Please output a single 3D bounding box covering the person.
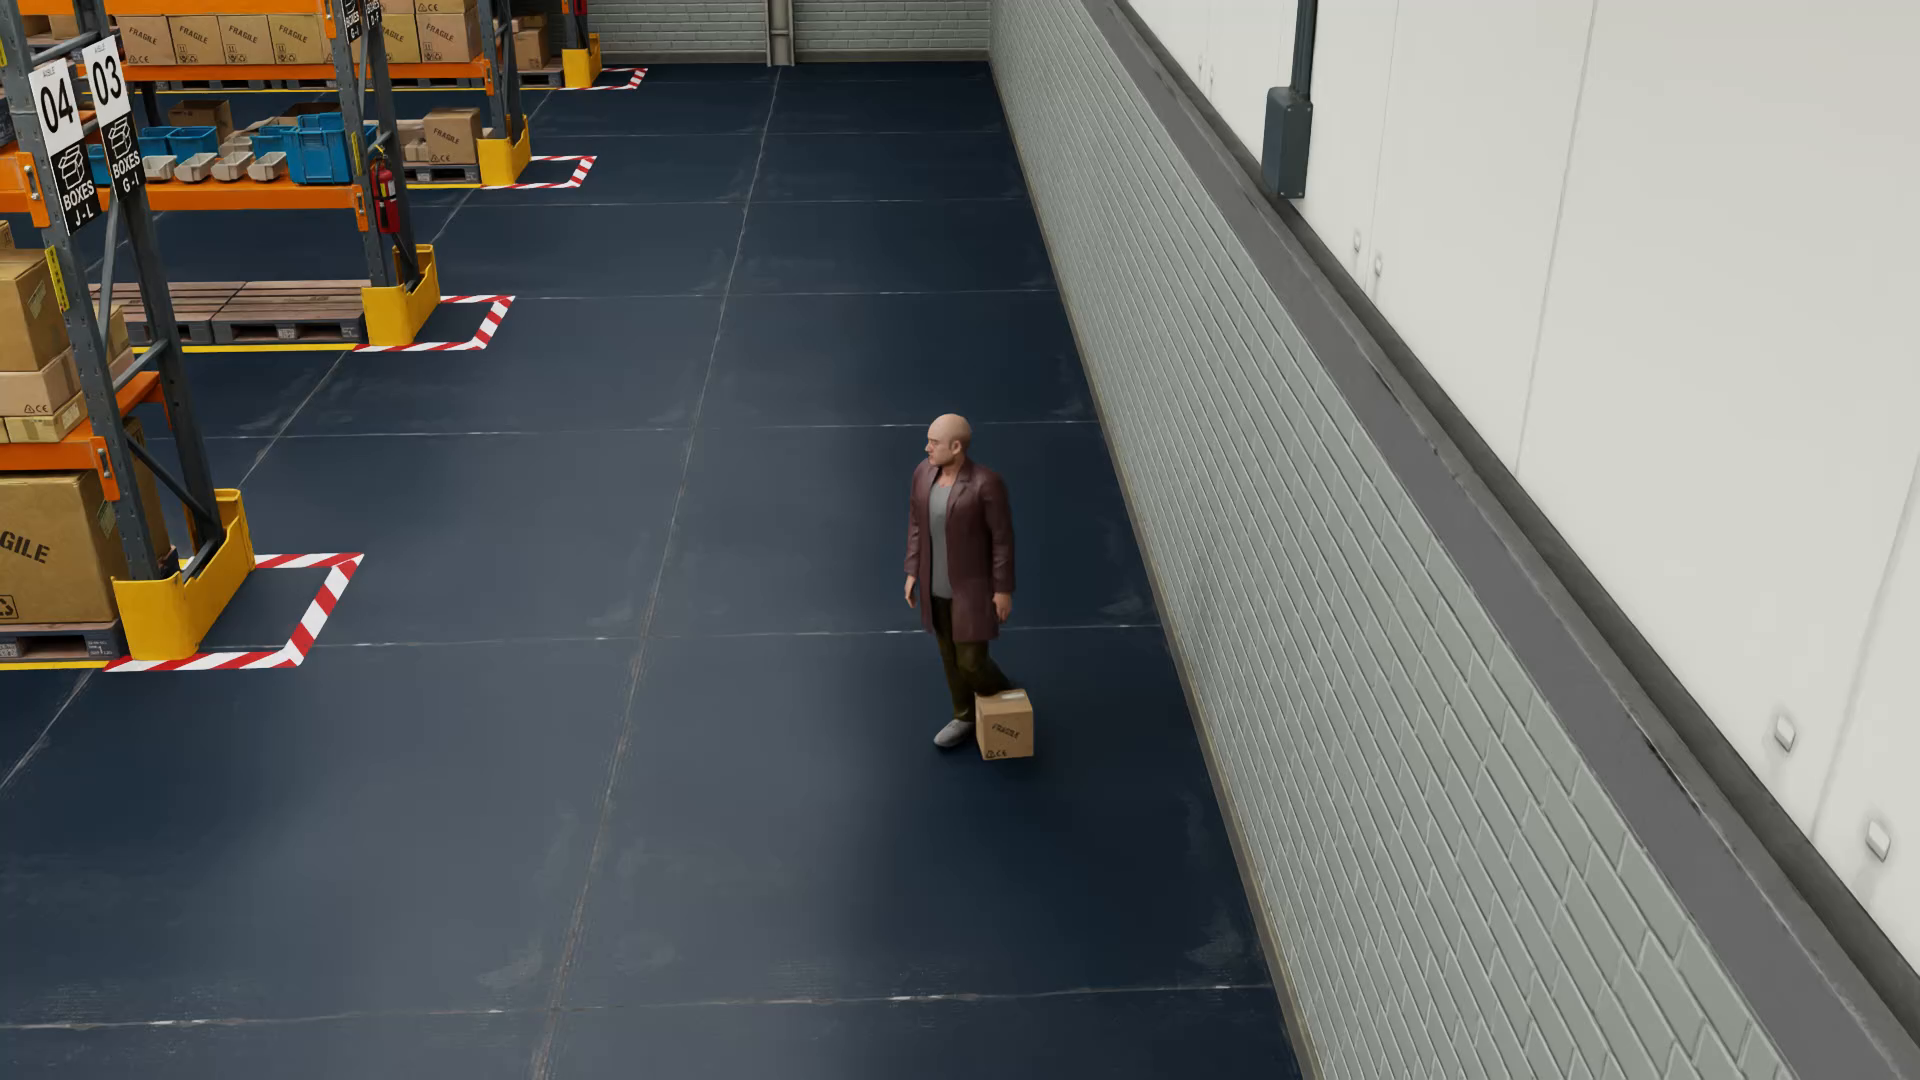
[{"bbox_3d":[0.025,0.216,8.192,0.675,1.772,0.509,20,33,34],"label":"person"}]
